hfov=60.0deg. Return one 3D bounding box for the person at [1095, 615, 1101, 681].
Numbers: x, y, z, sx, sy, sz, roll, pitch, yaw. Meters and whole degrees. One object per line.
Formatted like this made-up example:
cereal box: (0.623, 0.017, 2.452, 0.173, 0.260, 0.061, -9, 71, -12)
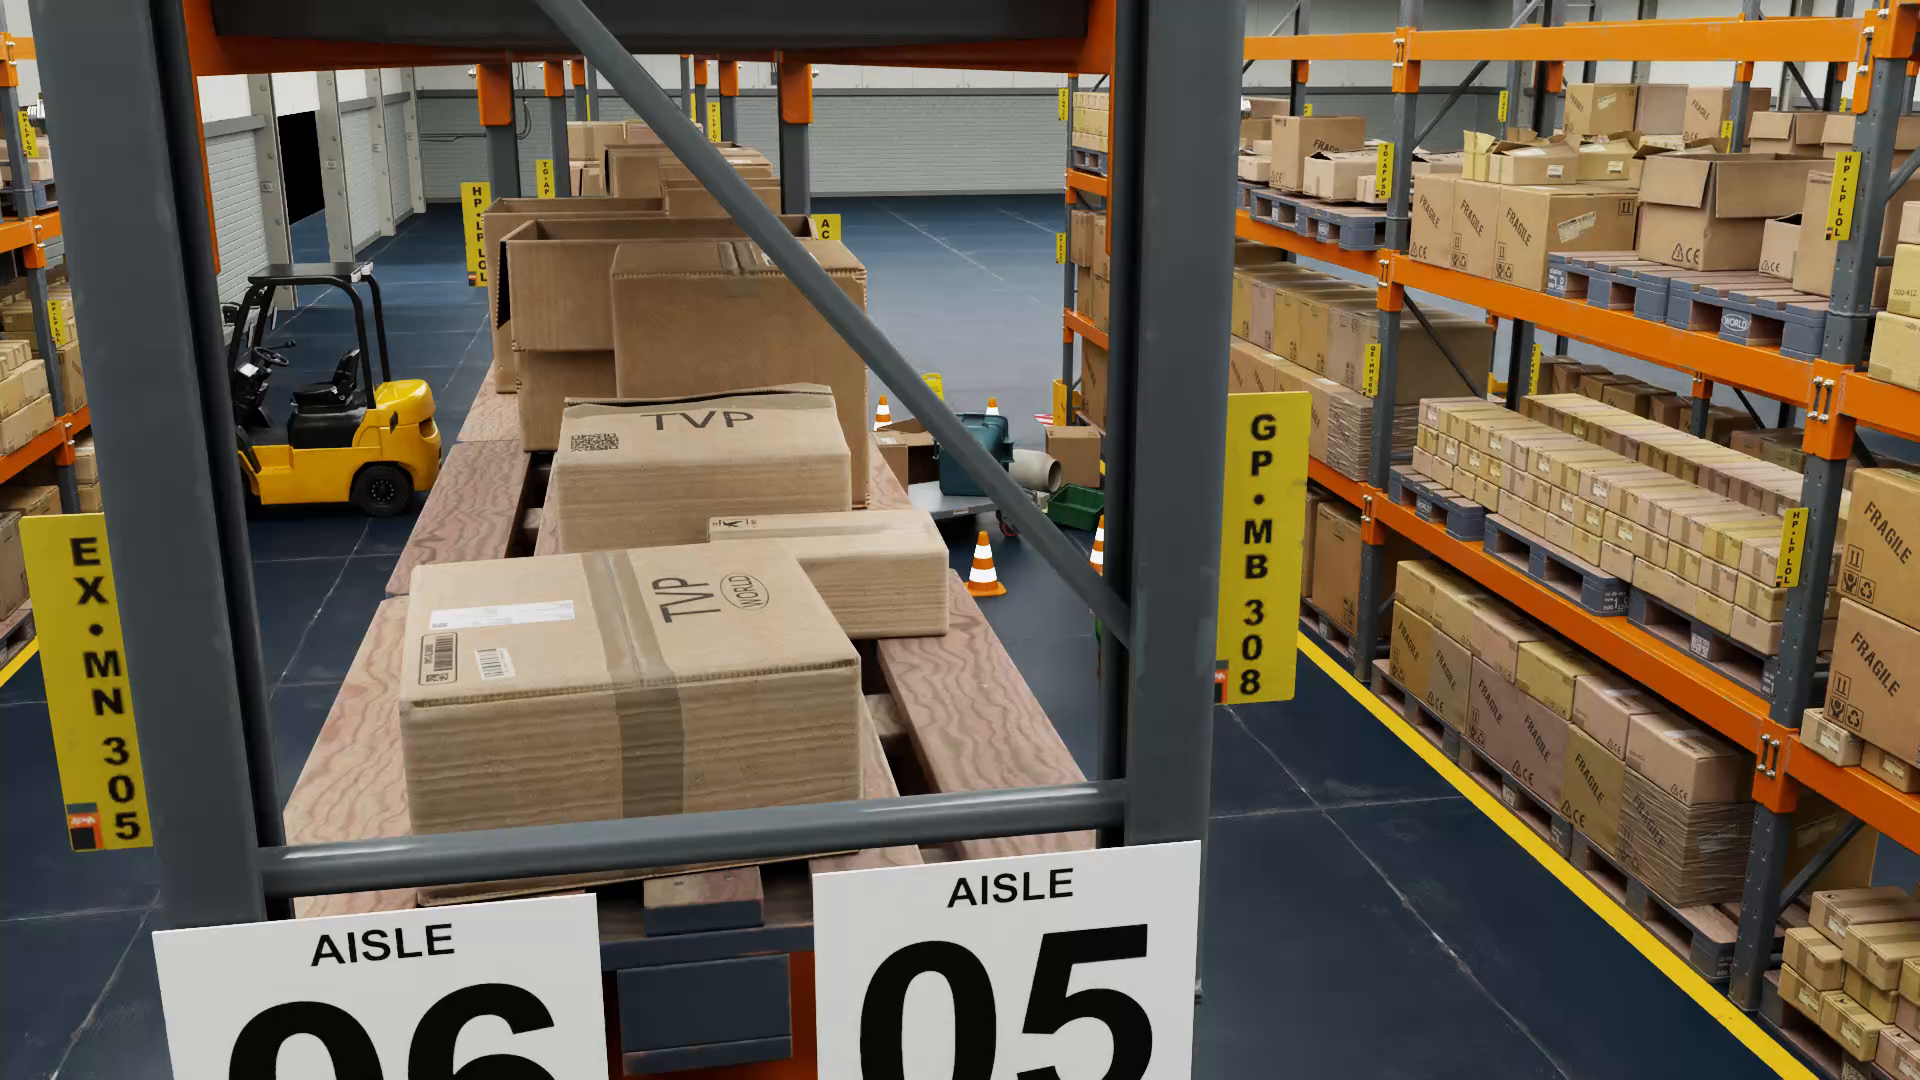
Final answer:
person: (1.152, 0.531, 10.782, 0.543, 0.894, 0.903, -3, 17, -12)
